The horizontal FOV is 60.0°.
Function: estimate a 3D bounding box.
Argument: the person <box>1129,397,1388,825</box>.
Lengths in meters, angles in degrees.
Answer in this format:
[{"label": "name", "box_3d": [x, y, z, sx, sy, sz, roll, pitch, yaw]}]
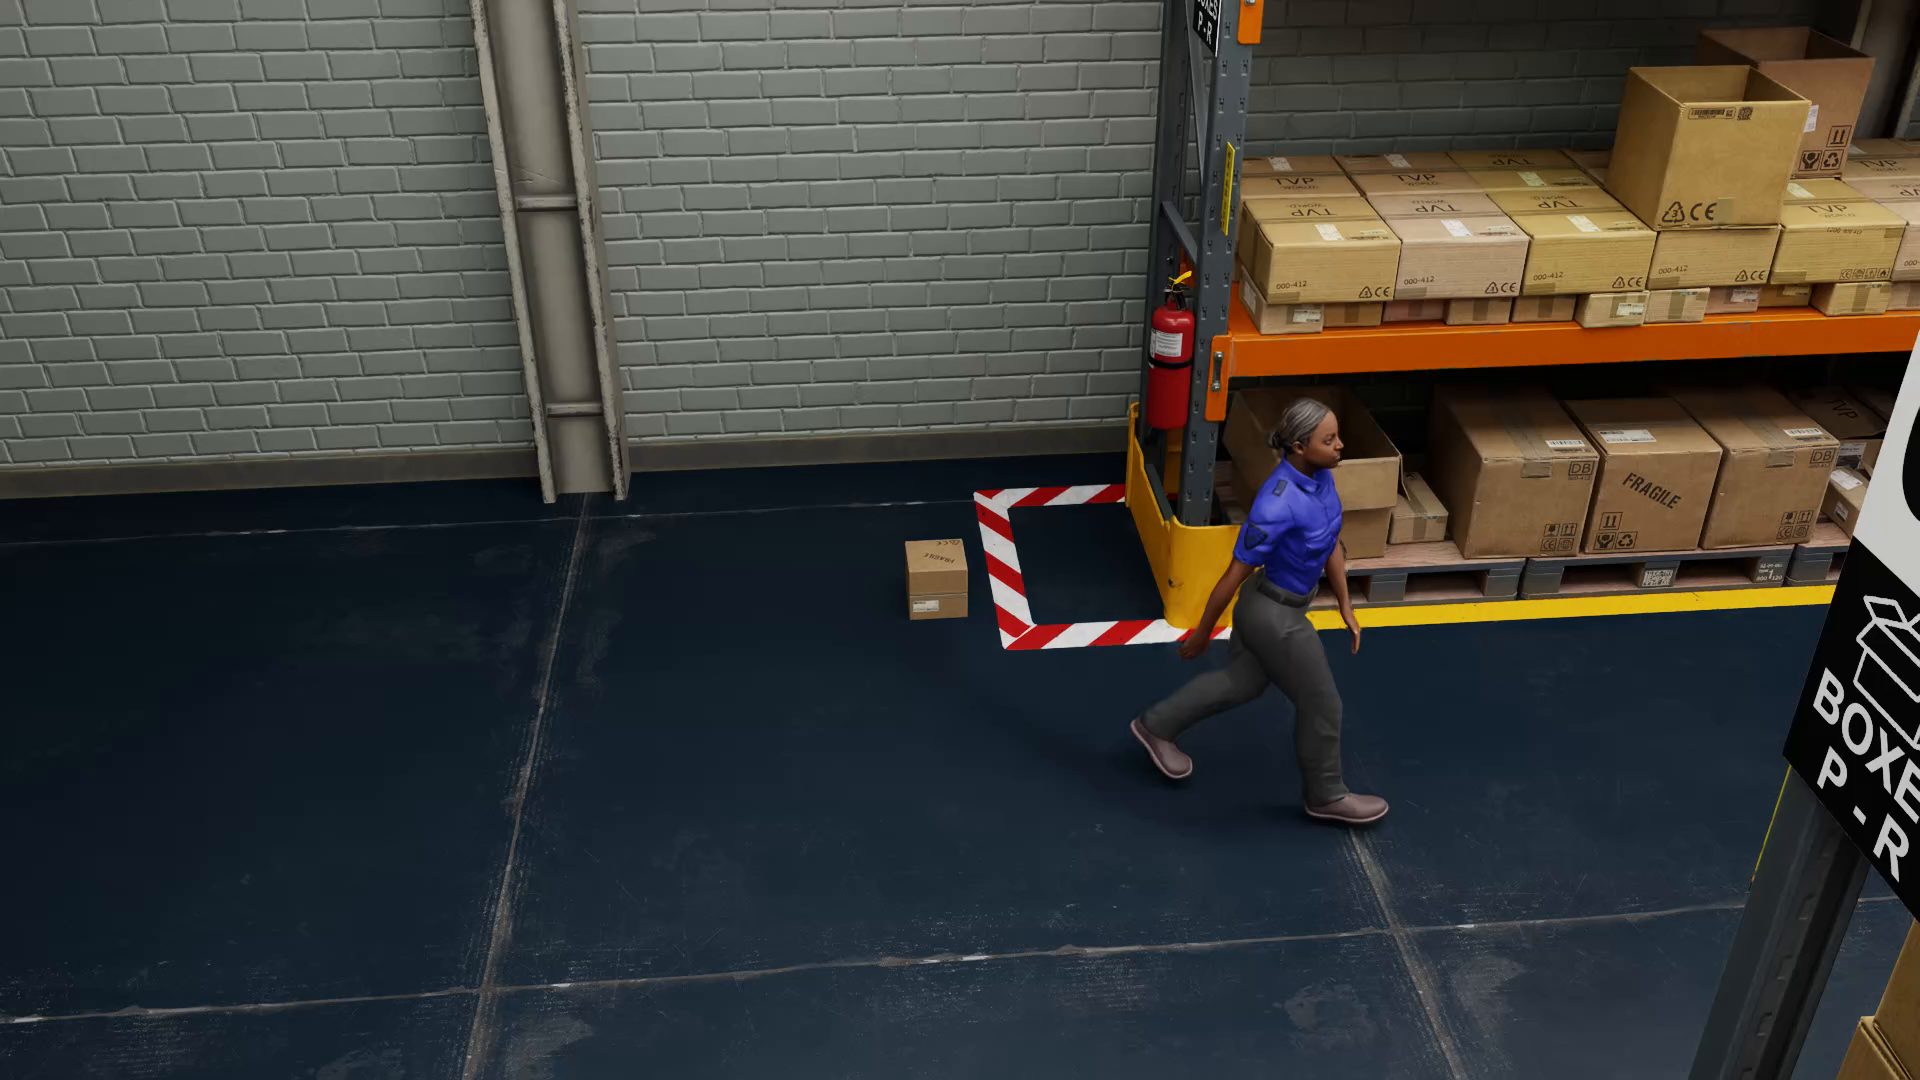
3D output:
[{"label": "person", "box_3d": [1.084, 0.245, 5.749, 0.981, 1.597, 0.482, 11, 33, 18]}]
